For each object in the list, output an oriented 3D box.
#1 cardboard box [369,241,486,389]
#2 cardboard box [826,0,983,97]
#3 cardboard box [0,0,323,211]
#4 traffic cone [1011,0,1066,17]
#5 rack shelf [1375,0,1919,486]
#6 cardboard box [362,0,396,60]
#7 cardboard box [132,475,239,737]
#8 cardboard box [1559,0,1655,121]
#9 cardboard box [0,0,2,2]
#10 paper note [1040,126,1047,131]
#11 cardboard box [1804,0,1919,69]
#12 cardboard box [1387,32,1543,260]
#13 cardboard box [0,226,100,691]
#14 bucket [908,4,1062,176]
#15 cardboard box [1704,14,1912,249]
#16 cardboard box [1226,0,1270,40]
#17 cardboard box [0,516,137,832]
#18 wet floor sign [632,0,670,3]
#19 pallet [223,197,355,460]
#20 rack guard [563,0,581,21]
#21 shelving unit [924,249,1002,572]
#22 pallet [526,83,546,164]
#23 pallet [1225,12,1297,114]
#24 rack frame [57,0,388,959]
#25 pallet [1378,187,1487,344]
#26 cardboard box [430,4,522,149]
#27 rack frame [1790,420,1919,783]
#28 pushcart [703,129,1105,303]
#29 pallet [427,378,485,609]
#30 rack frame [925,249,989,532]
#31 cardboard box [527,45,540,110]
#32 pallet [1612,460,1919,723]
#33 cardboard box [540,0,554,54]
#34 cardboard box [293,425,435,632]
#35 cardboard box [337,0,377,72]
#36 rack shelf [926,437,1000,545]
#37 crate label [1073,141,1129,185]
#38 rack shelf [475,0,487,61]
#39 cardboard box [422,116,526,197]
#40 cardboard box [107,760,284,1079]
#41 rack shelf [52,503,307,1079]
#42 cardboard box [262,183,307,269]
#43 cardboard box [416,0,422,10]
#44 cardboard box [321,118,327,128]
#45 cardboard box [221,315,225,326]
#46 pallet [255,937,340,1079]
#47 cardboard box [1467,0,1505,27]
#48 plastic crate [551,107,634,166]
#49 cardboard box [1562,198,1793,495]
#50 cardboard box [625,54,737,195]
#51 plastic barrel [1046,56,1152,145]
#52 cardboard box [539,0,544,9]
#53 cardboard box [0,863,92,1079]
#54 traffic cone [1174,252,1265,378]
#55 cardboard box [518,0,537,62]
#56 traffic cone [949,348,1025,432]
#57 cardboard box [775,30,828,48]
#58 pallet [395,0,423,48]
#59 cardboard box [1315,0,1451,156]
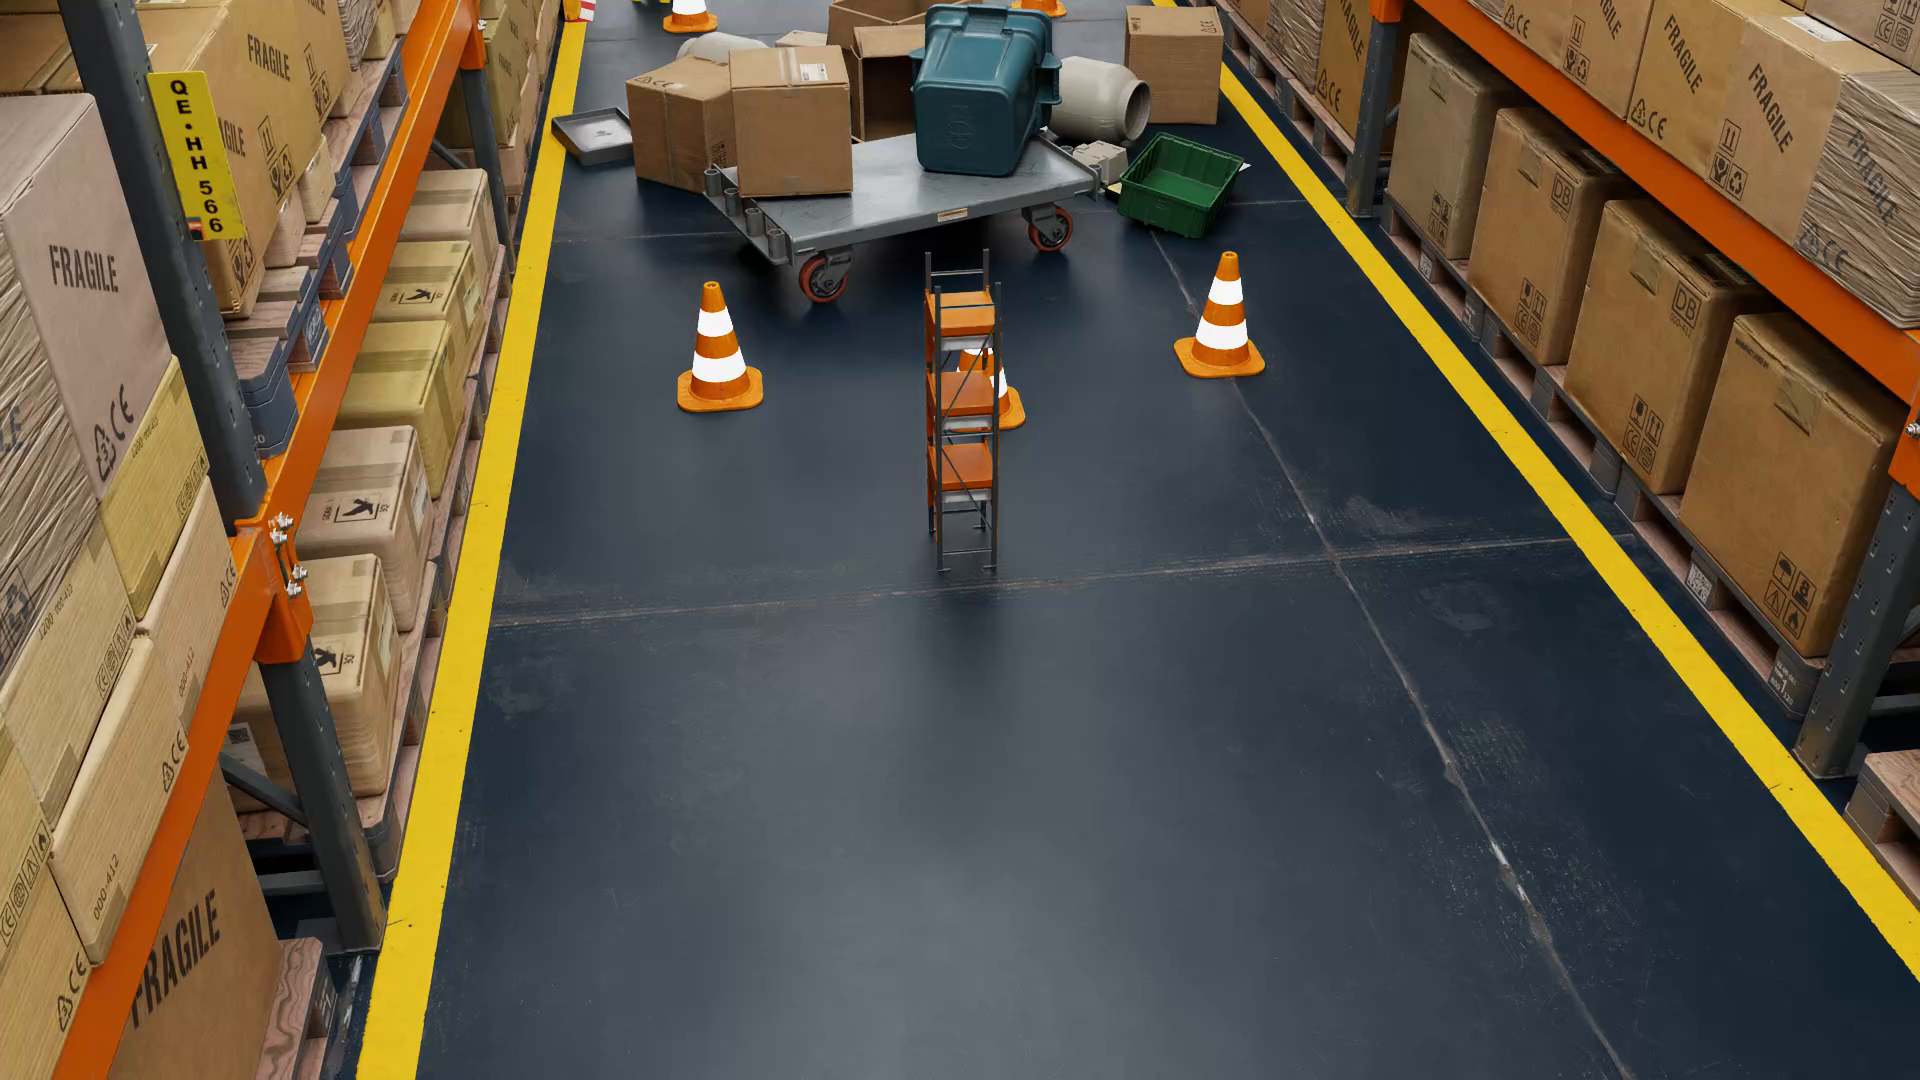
[{"bbox_3d":[-2.336,-0.817,6.245,0.950,0.372,0.625,-2,34,-3],"label":"cardboard box"},{"bbox_3d":[-0.302,-2.834,9.462,0.637,0.503,0.797,27,43,34],"label":"cardboard box"},{"bbox_3d":[-1.879,-1.087,3.955,0.500,0.500,0.500,-3,34,-4],"label":"cardboard box"},{"bbox_3d":[0.509,-3.634,10.671,0.336,0.463,0.334,-4,35,-6],"label":"traffic cone"},{"bbox_3d":[2.651,-1.440,5.839,1.077,0.370,4.000,-4,35,-6],"label":"rack shelf"},{"bbox_3d":[-2.043,-1.655,5.366,0.380,0.149,0.250,-4,35,-6],"label":"cardboard box"},{"bbox_3d":[-1.646,0.134,3.022,0.500,0.250,0.500,-6,35,-8],"label":"cardboard box"},{"bbox_3d":[2.388,-1.737,5.546,0.500,0.500,0.500,-4,34,-6],"label":"cardboard box"},{"bbox_3d":[-2.388,-1.048,3.899,0.500,0.500,0.500,-5,35,-7],"label":"cardboard box"},{"bbox_3d":[0.387,-2.243,9.021,0.172,0.023,0.155,7,35,10],"label":"paper note"},{"bbox_3d":[2.801,-1.609,4.471,0.700,0.500,0.500,-5,35,-7],"label":"cardboard box"},{"bbox_3d":[2.555,-1.758,7.291,1.050,0.750,0.750,-5,35,-7],"label":"cardboard box"},{"bbox_3d":[-1.565,-0.090,2.242,0.500,0.500,0.500,-4,34,-6],"label":"cardboard box"},{"bbox_3d":[0.080,-2.030,7.623,0.726,0.611,0.620,7,45,10],"label":"bucket"},{"bbox_3d":[2.528,-1.172,4.718,0.500,0.500,0.500,-4,35,-6],"label":"cardboard box"},{"bbox_3d":[2.122,-3.517,9.761,0.875,0.875,0.875,-5,35,-7],"label":"cardboard box"},{"bbox_3d":[-1.581,0.202,2.479,0.500,0.250,0.500,-5,35,-8],"label":"cardboard box"},{"bbox_3d":[-2.012,-3.869,10.854,0.267,0.644,0.232,7,35,10],"label":"wet floor sign"},{"bbox_3d":[-2.172,-0.501,3.991,1.213,0.211,1.003,-4,35,-6],"label":"pallet"},{"bbox_3d":[-3.037,-3.579,10.558,1.175,0.500,0.348,-4,35,-6],"label":"rack guard"},{"bbox_3d":[0.007,-0.404,5.411,0.215,1.050,0.252,-4,35,-6],"label":"shelving unit"},{"bbox_3d":[-2.802,-2.324,8.973,1.003,0.211,1.213,-4,35,-6],"label":"pallet"},{"bbox_3d":[2.190,-2.814,9.692,1.003,0.211,1.213,-4,35,-6],"label":"pallet"},{"bbox_3d":[-1.971,-0.190,3.365,1.000,3.000,0.127,-4,35,-6],"label":"rack frame"},{"bbox_3d":[2.561,-1.276,7.436,1.003,0.211,1.213,-4,35,-6],"label":"pallet"},{"bbox_3d":[-2.321,-2.119,7.599,0.500,0.500,0.500,-3,34,-4],"label":"cardboard box"},{"bbox_3d":[2.920,-0.621,3.998,1.000,3.000,0.127,-4,35,-6],"label":"rack frame"},{"bbox_3d":[-0.256,-1.539,7.674,1.648,0.377,0.936,-16,38,-23],"label":"pushcart"},{"bbox_3d":[-2.235,-0.153,5.788,1.003,0.211,1.213,-4,35,-6],"label":"pallet"},{"bbox_3d":[-0.009,-0.472,5.510,0.200,1.050,0.008,-4,35,-6],"label":"rack frame"},{"bbox_3d":[-2.478,-2.402,8.680,0.500,0.250,0.500,-5,35,-7],"label":"cardboard box"},{"bbox_3d":[2.889,0.085,5.438,1.003,0.211,1.213,-4,35,-6],"label":"pallet"},{"bbox_3d":[-2.610,-2.971,9.515,0.500,0.250,0.500,-4,35,-6],"label":"cardboard box"},{"bbox_3d":[-2.144,-0.005,5.054,0.950,0.372,0.625,-5,35,-7],"label":"cardboard box"},{"bbox_3d":[-2.017,-1.662,4.800,0.500,0.500,0.500,-6,35,-8],"label":"cardboard box"},{"bbox_3d":[0.007,-0.166,5.573,0.215,0.259,0.240,-4,35,-6],"label":"rack shelf"},{"bbox_3d":[0.705,-1.922,8.449,0.250,0.136,0.298,27,43,34],"label":"crate label"},{"bbox_3d":[-2.778,-3.241,8.481,1.077,0.370,4.000,-4,35,-6],"label":"rack shelf"},{"bbox_3d":[-2.321,-1.809,7.810,0.500,0.250,0.500,-6,35,-9],"label":"cardboard box"},{"bbox_3d":[-1.960,0.906,3.271,0.875,0.875,0.875,-5,35,-7],"label":"cardboard box"},{"bbox_3d":[-1.702,1.223,1.930,1.077,0.370,4.000,-4,35,-6],"label":"rack shelf"},{"bbox_3d":[-1.826,-0.772,4.069,0.380,0.149,0.250,-7,35,-9],"label":"cardboard box"},{"bbox_3d":[-2.078,-1.936,5.778,0.380,0.149,0.250,-5,35,-7],"label":"cardboard box"},{"bbox_3d":[-2.029,-1.210,4.712,0.380,0.149,0.250,-3,34,-4],"label":"cardboard box"},{"bbox_3d":[-1.831,-0.455,3.605,0.380,0.149,0.250,-6,35,-9],"label":"cardboard box"},{"bbox_3d":[-1.940,1.408,3.497,1.003,0.211,1.213,-4,35,-6],"label":"pallet"},{"bbox_3d":[2.255,-2.299,6.372,0.500,0.500,0.500,-4,34,-6],"label":"cardboard box"},{"bbox_3d":[-1.908,-2.154,8.840,0.402,0.080,0.583,-16,38,-23],"label":"plastic crate"},{"bbox_3d":[2.807,-0.700,5.738,1.050,0.750,0.750,-4,34,-6],"label":"cardboard box"},{"bbox_3d":[-1.305,-2.091,8.373,0.500,0.500,0.500,20,39,26],"label":"cardboard box"},{"bbox_3d":[0.710,-2.306,8.758,0.512,0.421,0.421,20,39,26],"label":"plastic barrel"},{"bbox_3d":[-2.607,-3.283,9.307,0.500,0.500,0.500,-3,34,-5],"label":"cardboard box"},{"bbox_3d":[-1.510,0.700,2.192,0.500,0.250,0.500,-5,35,-7],"label":"cardboard box"},{"bbox_3d":[1.067,-0.943,6.722,0.336,0.463,0.334,-4,35,-6],"label":"traffic cone"},{"bbox_3d":[-2.473,-2.706,8.461,0.500,0.500,0.500,-3,34,-4],"label":"cardboard box"},{"bbox_3d":[0.075,-0.702,6.369,0.336,0.463,0.334,-4,35,-6],"label":"traffic cone"},{"bbox_3d":[-0.869,-2.898,9.871,0.380,0.149,0.250,13,36,18],"label":"cardboard box"},{"bbox_3d":[-2.550,-1.906,6.053,1.003,0.211,1.213,-4,35,-6],"label":"pallet"},{"bbox_3d":[2.367,-2.505,8.277,0.875,0.875,0.875,-4,34,-6],"label":"cardboard box"}]
